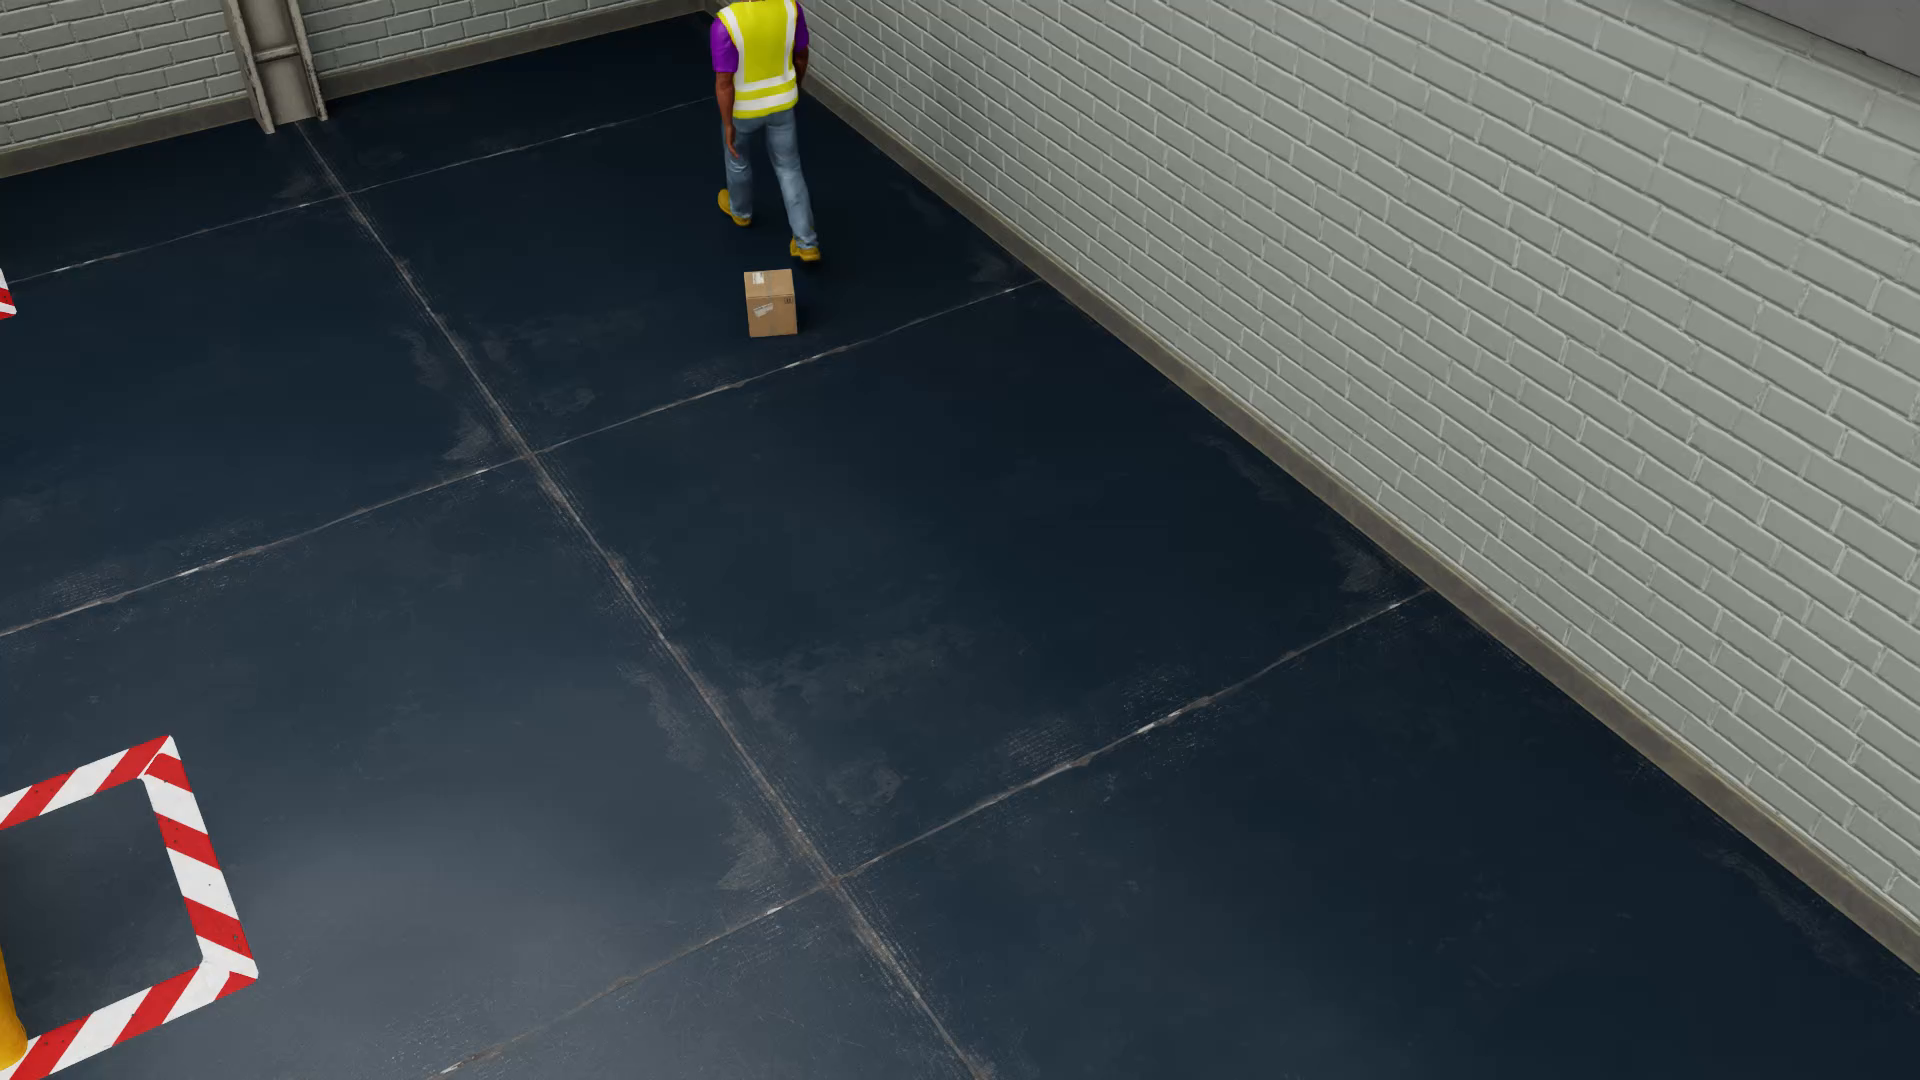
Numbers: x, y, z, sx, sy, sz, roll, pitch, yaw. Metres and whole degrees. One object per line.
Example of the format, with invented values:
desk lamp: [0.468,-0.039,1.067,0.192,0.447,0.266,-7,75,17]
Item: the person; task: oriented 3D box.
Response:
person: [-1.063,-2.359,8.908,0.570,1.730,1.021,-16,43,-18]
